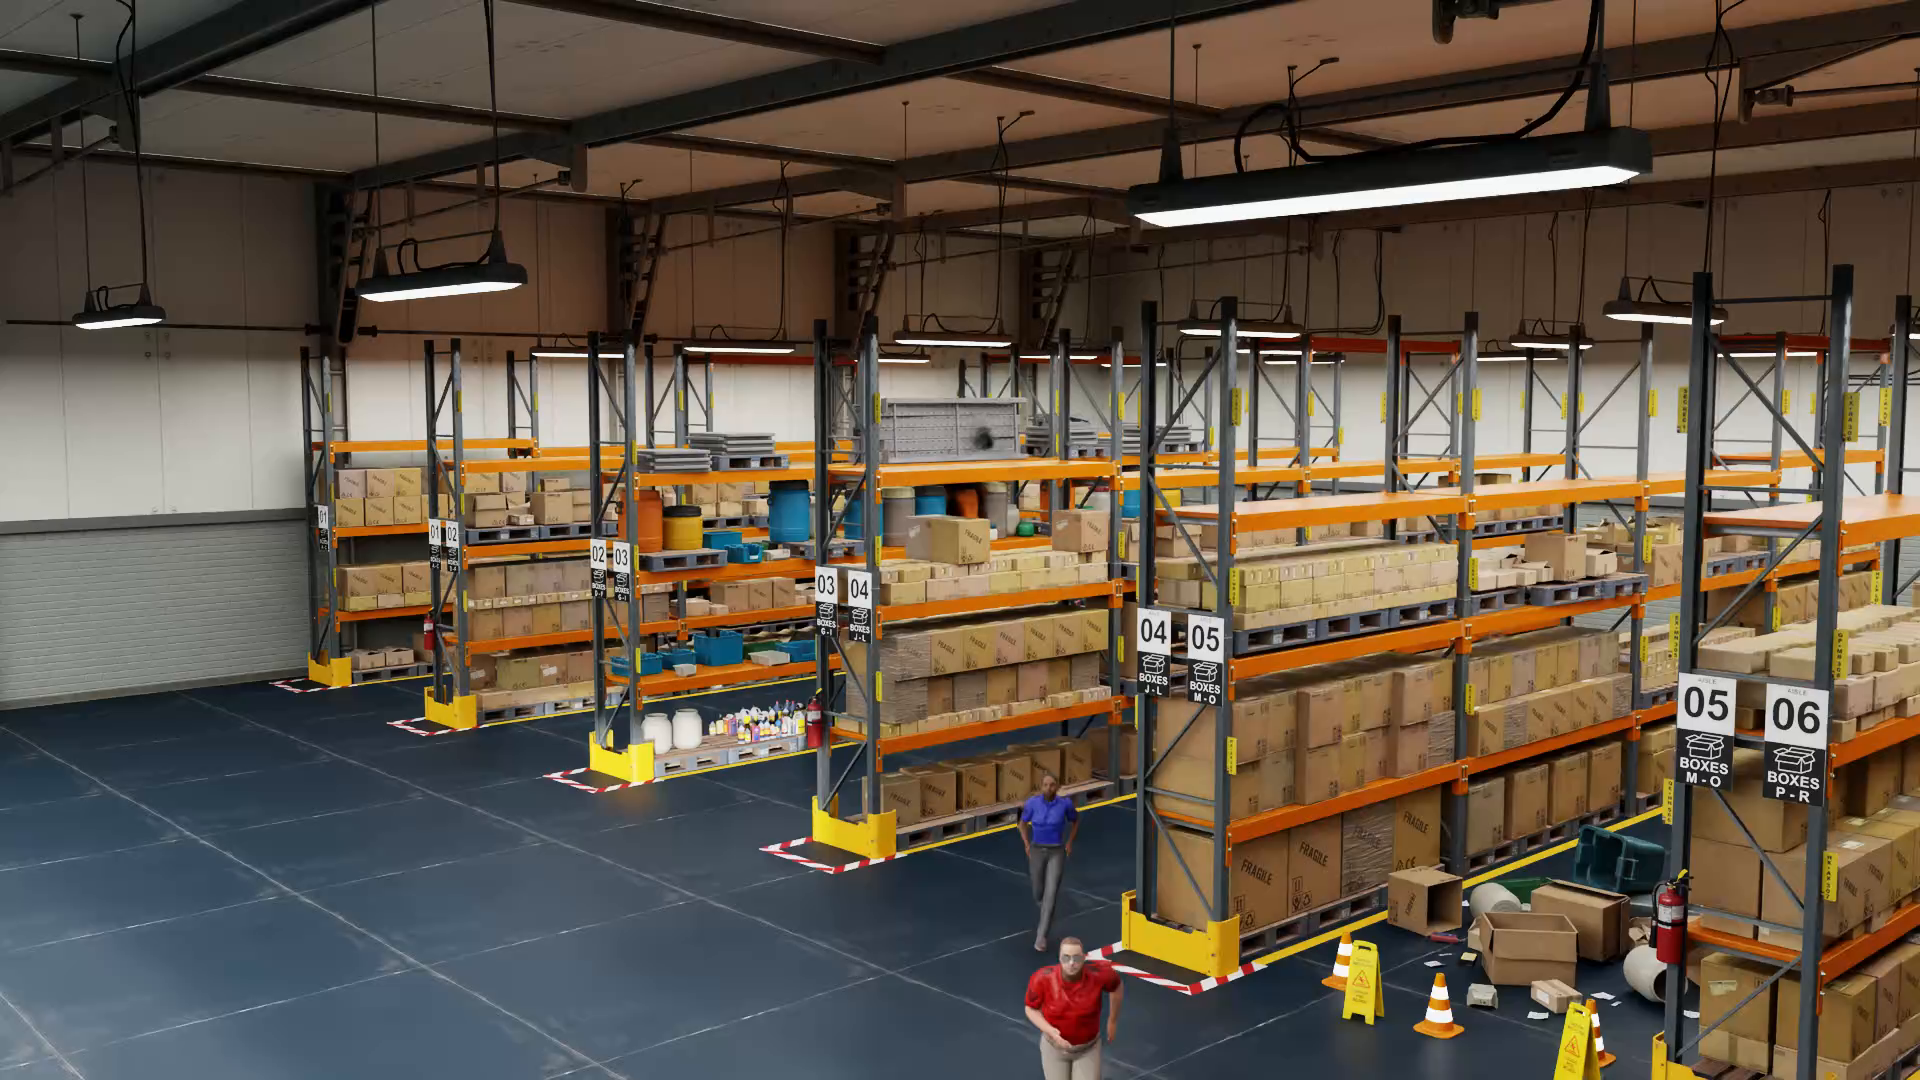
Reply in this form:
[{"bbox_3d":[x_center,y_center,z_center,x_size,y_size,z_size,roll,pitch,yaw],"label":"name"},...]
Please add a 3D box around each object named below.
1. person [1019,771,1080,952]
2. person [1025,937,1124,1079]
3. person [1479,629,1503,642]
[{"bbox_3d":[0.841,2.995,15.730,0.581,1.620,0.840,0,5,5],"label":"person"},{"bbox_3d":[0.750,3.392,10.968,0.644,1.671,0.727,1,5,7],"label":"person"},{"bbox_3d":[7.948,2.102,24.820,0.672,1.851,0.835,4,7,39],"label":"person"}]
